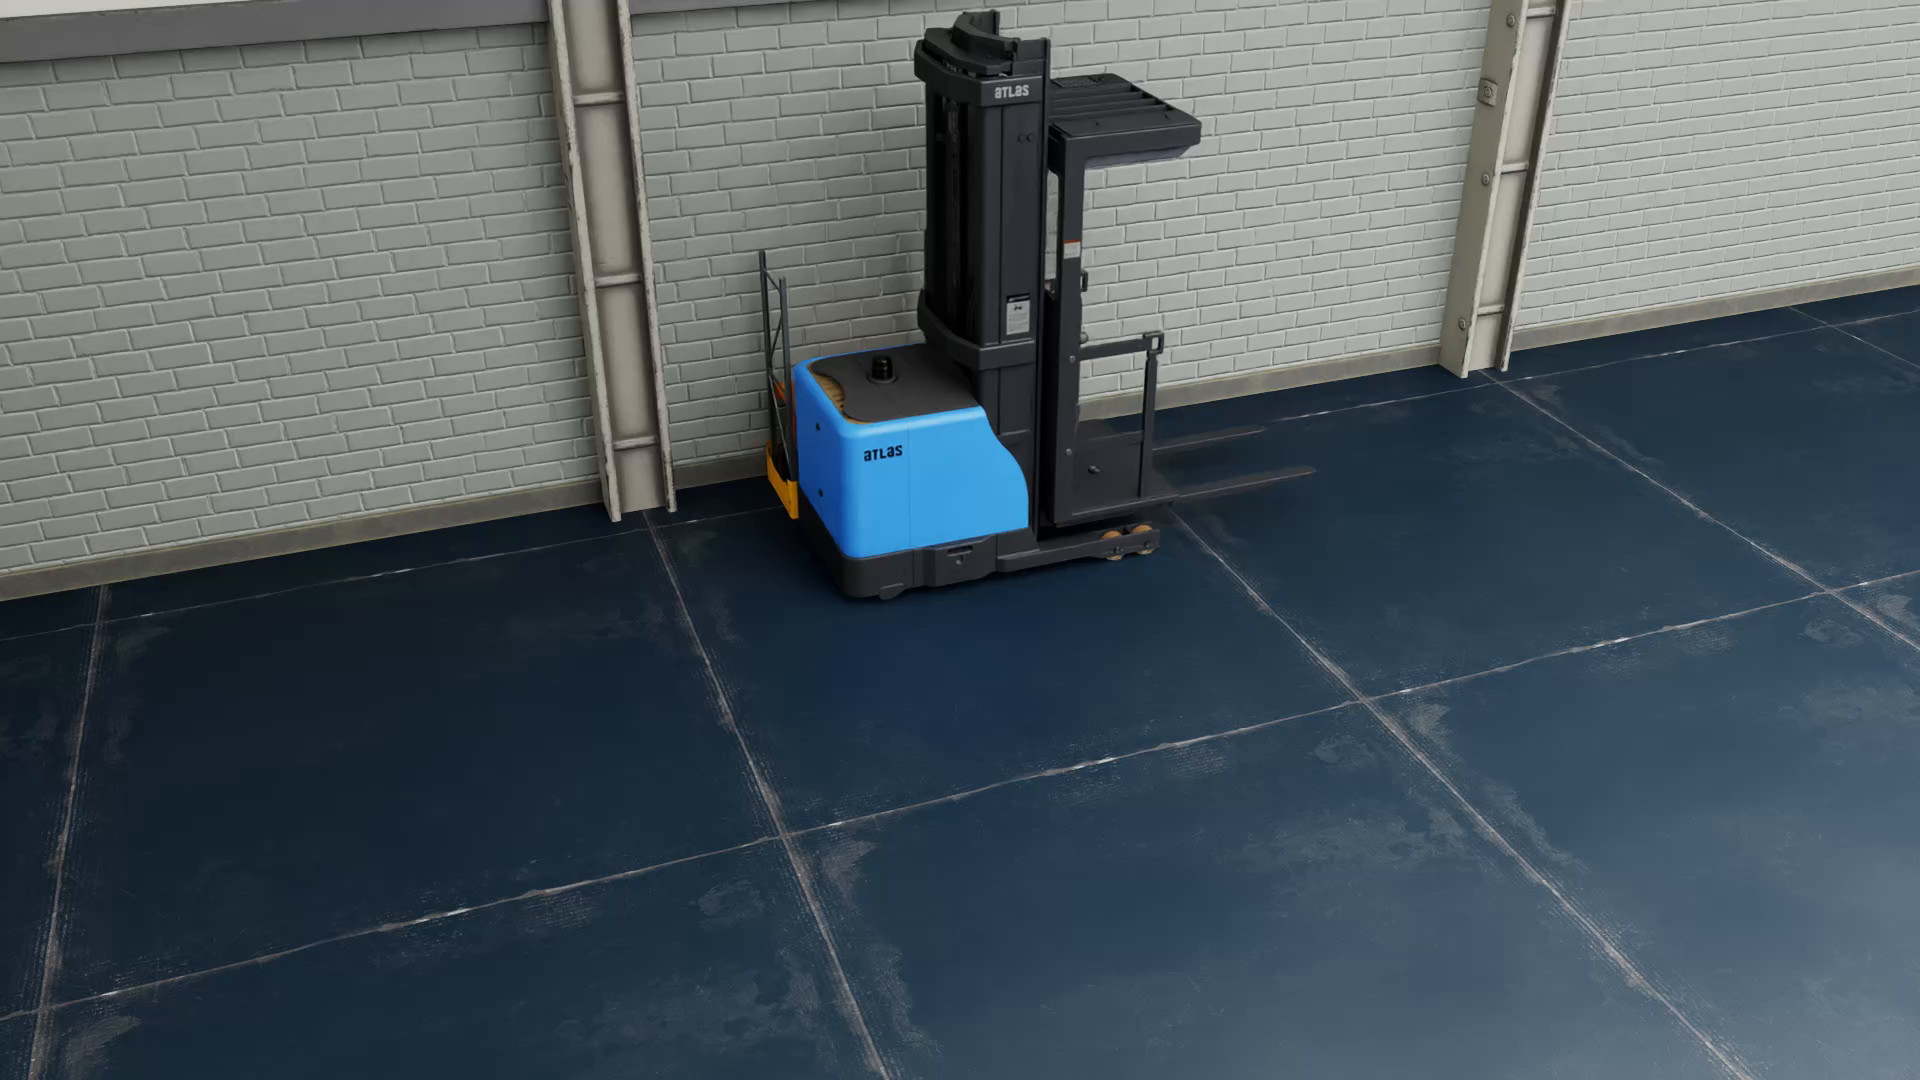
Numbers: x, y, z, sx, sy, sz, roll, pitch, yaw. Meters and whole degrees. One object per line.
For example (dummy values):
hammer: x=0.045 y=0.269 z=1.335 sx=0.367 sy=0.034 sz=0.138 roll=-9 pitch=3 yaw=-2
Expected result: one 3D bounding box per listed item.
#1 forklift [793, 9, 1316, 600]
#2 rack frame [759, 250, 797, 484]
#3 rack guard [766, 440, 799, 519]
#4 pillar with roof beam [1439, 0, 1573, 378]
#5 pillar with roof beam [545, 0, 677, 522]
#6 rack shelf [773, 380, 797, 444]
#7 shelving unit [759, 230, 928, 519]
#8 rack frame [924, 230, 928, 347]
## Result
forklift: x=0.621 y=-1.389 z=9.228 sx=3.031 sy=2.935 sz=1.130 roll=-11 pitch=31 yaw=-18
rack frame: x=-1.071 y=-0.918 z=9.846 sx=0.032 sy=1.500 sz=0.500 roll=-10 pitch=31 yaw=-18
rack guard: x=-1.070 y=-0.375 z=10.156 sx=0.087 sy=0.250 sz=0.587 roll=-10 pitch=31 yaw=-18
pillar with roof beam: x=5.176 y=-3.162 z=6.210 sx=0.400 sy=9.000 sz=9.100 roll=-10 pitch=31 yaw=-18
pillar with roof beam: x=-0.448 y=-2.127 z=4.392 sx=0.400 sy=9.000 sz=9.100 roll=-10 pitch=31 yaw=-18
rack shelf: x=-0.594 y=-0.849 z=10.089 sx=1.000 sy=0.185 sz=0.538 roll=-10 pitch=31 yaw=-18
shelving unit: x=-0.603 y=-1.004 z=9.997 sx=1.083 sy=1.500 sz=0.587 roll=-10 pitch=31 yaw=-18
rack frame: x=-0.118 y=-1.093 z=10.153 sx=0.032 sy=1.500 sz=0.500 roll=-10 pitch=31 yaw=-18
